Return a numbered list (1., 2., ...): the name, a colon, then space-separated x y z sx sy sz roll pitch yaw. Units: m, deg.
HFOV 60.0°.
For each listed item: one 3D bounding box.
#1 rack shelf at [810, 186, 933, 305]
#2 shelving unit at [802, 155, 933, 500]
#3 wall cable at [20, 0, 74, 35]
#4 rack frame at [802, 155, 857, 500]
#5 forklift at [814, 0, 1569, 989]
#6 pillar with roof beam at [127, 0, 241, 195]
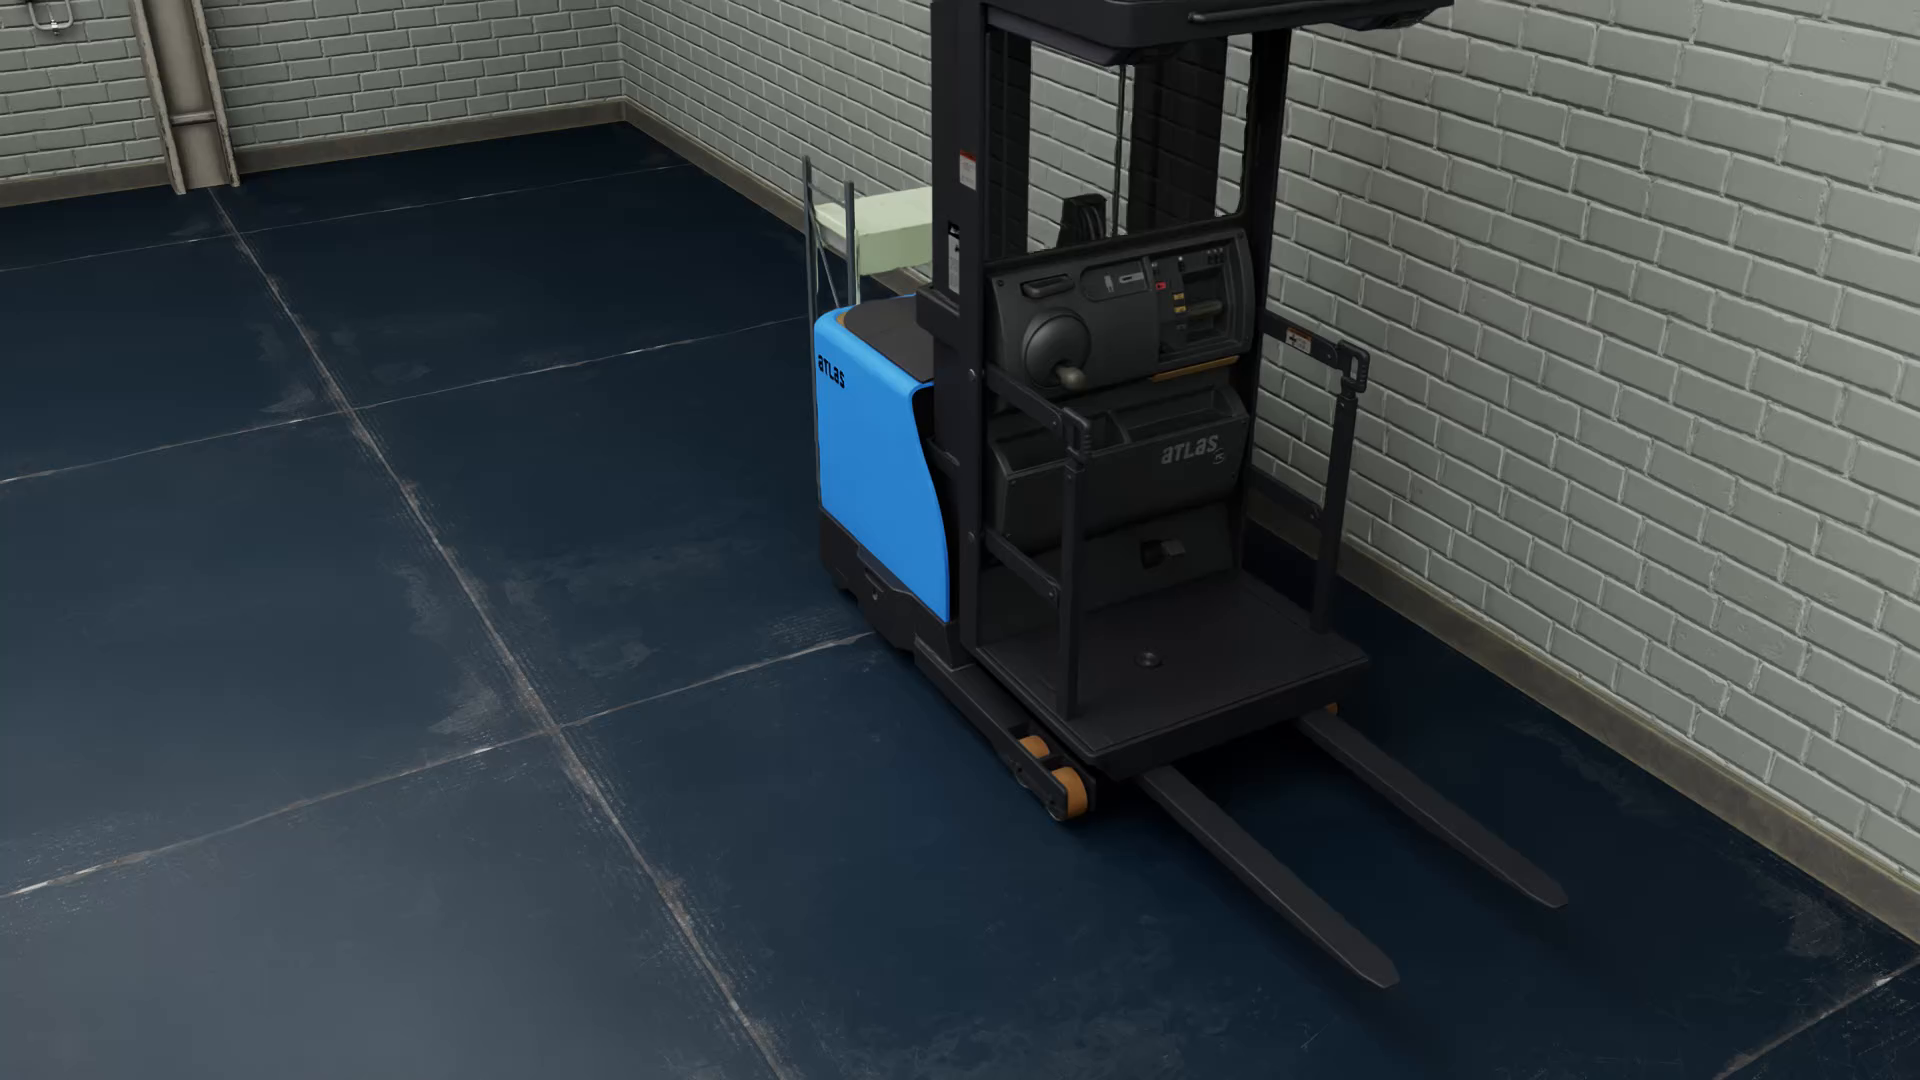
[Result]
1. rack shelf: -0.171 -1.141 6.457 0.720 0.370 0.431 -15 32 -26
2. shelving unit: -0.171 -0.799 6.645 0.755 1.500 0.431 -15 32 -26
3. wall cable: -6.267 -3.804 9.487 1.851 1.984 0.084 -16 33 -26
4. rack frame: -0.489 -0.712 6.487 0.023 1.500 0.400 -15 32 -26
5. forklift: 0.619 -0.664 4.919 1.130 2.935 3.031 -15 32 -26
6. pillar with roof beam: -2.821 -4.506 5.602 0.400 9.000 9.100 -16 33 -26
